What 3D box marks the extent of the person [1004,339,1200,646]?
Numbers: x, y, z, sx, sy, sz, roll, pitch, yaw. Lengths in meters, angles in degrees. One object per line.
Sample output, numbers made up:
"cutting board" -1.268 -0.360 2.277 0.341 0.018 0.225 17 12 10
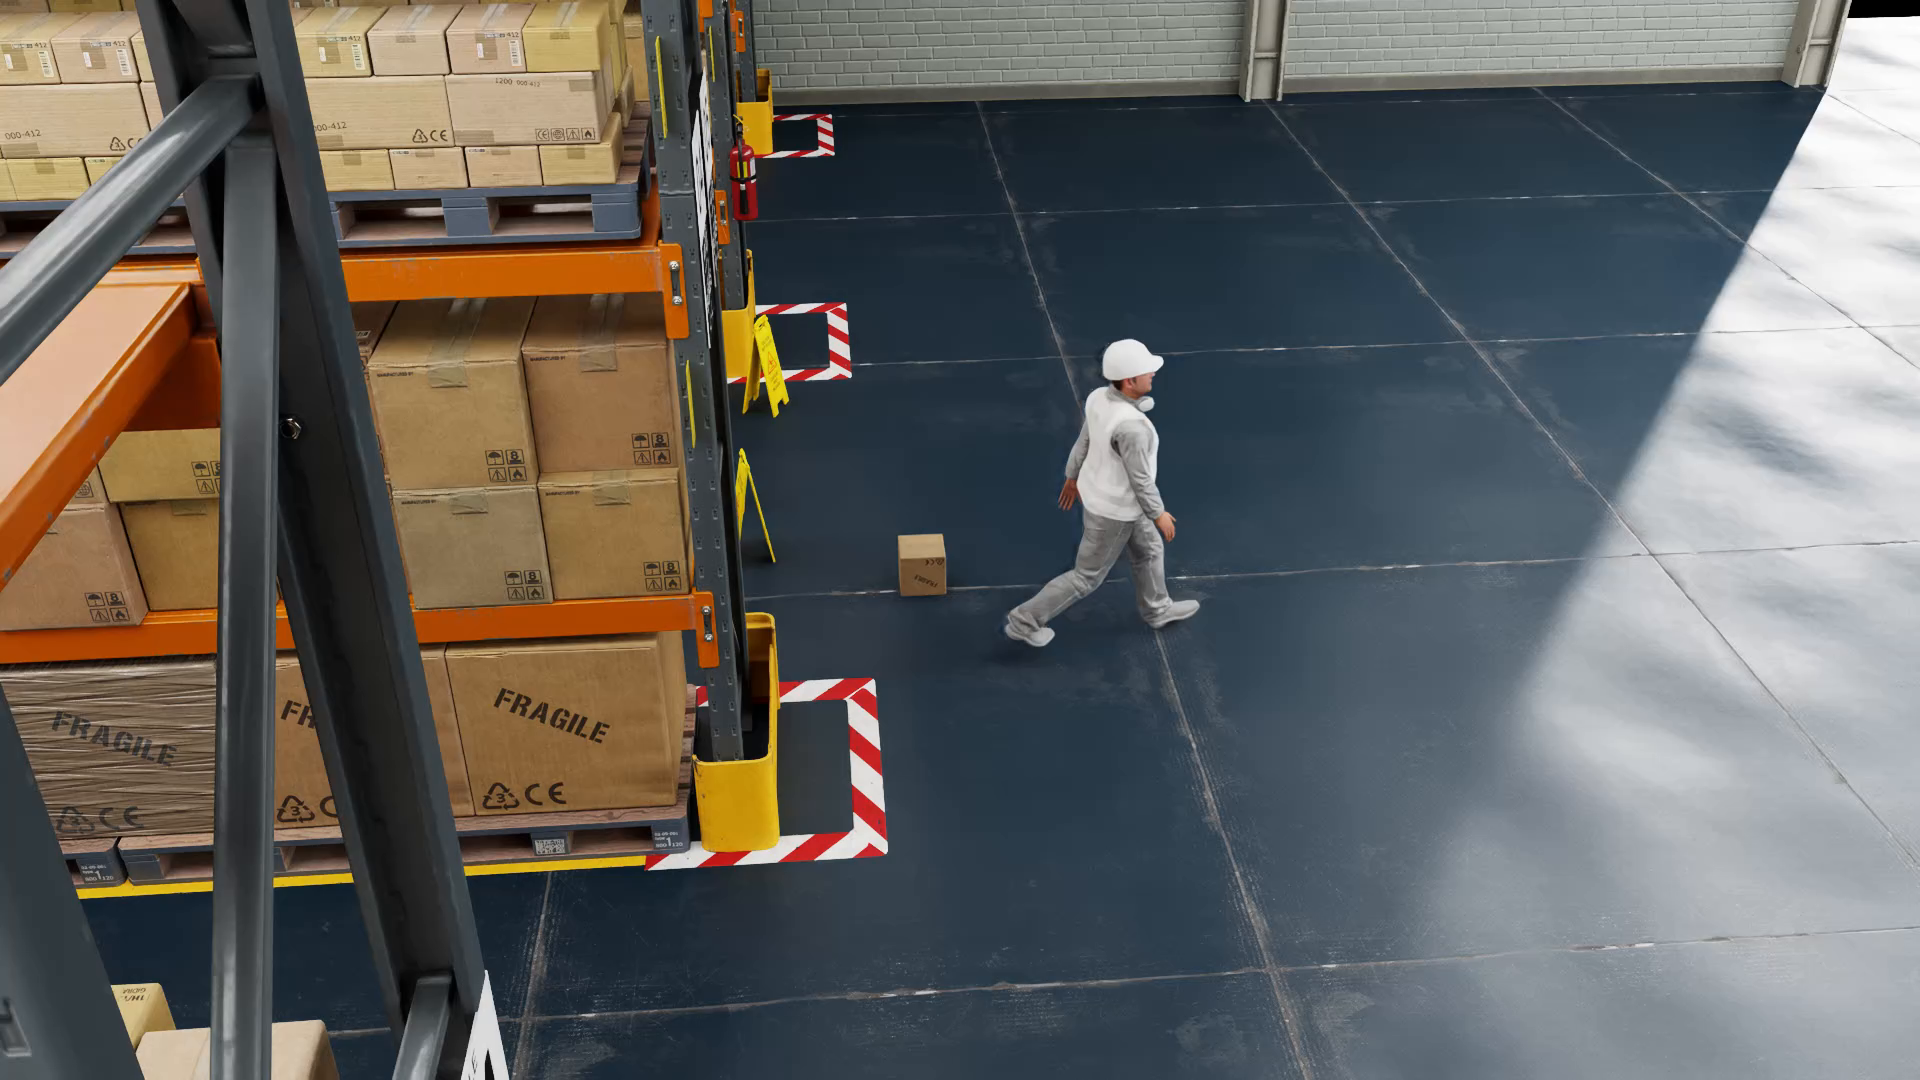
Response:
"person" 0.763 -0.209 8.394 1.099 1.717 0.571 -4 31 -6
